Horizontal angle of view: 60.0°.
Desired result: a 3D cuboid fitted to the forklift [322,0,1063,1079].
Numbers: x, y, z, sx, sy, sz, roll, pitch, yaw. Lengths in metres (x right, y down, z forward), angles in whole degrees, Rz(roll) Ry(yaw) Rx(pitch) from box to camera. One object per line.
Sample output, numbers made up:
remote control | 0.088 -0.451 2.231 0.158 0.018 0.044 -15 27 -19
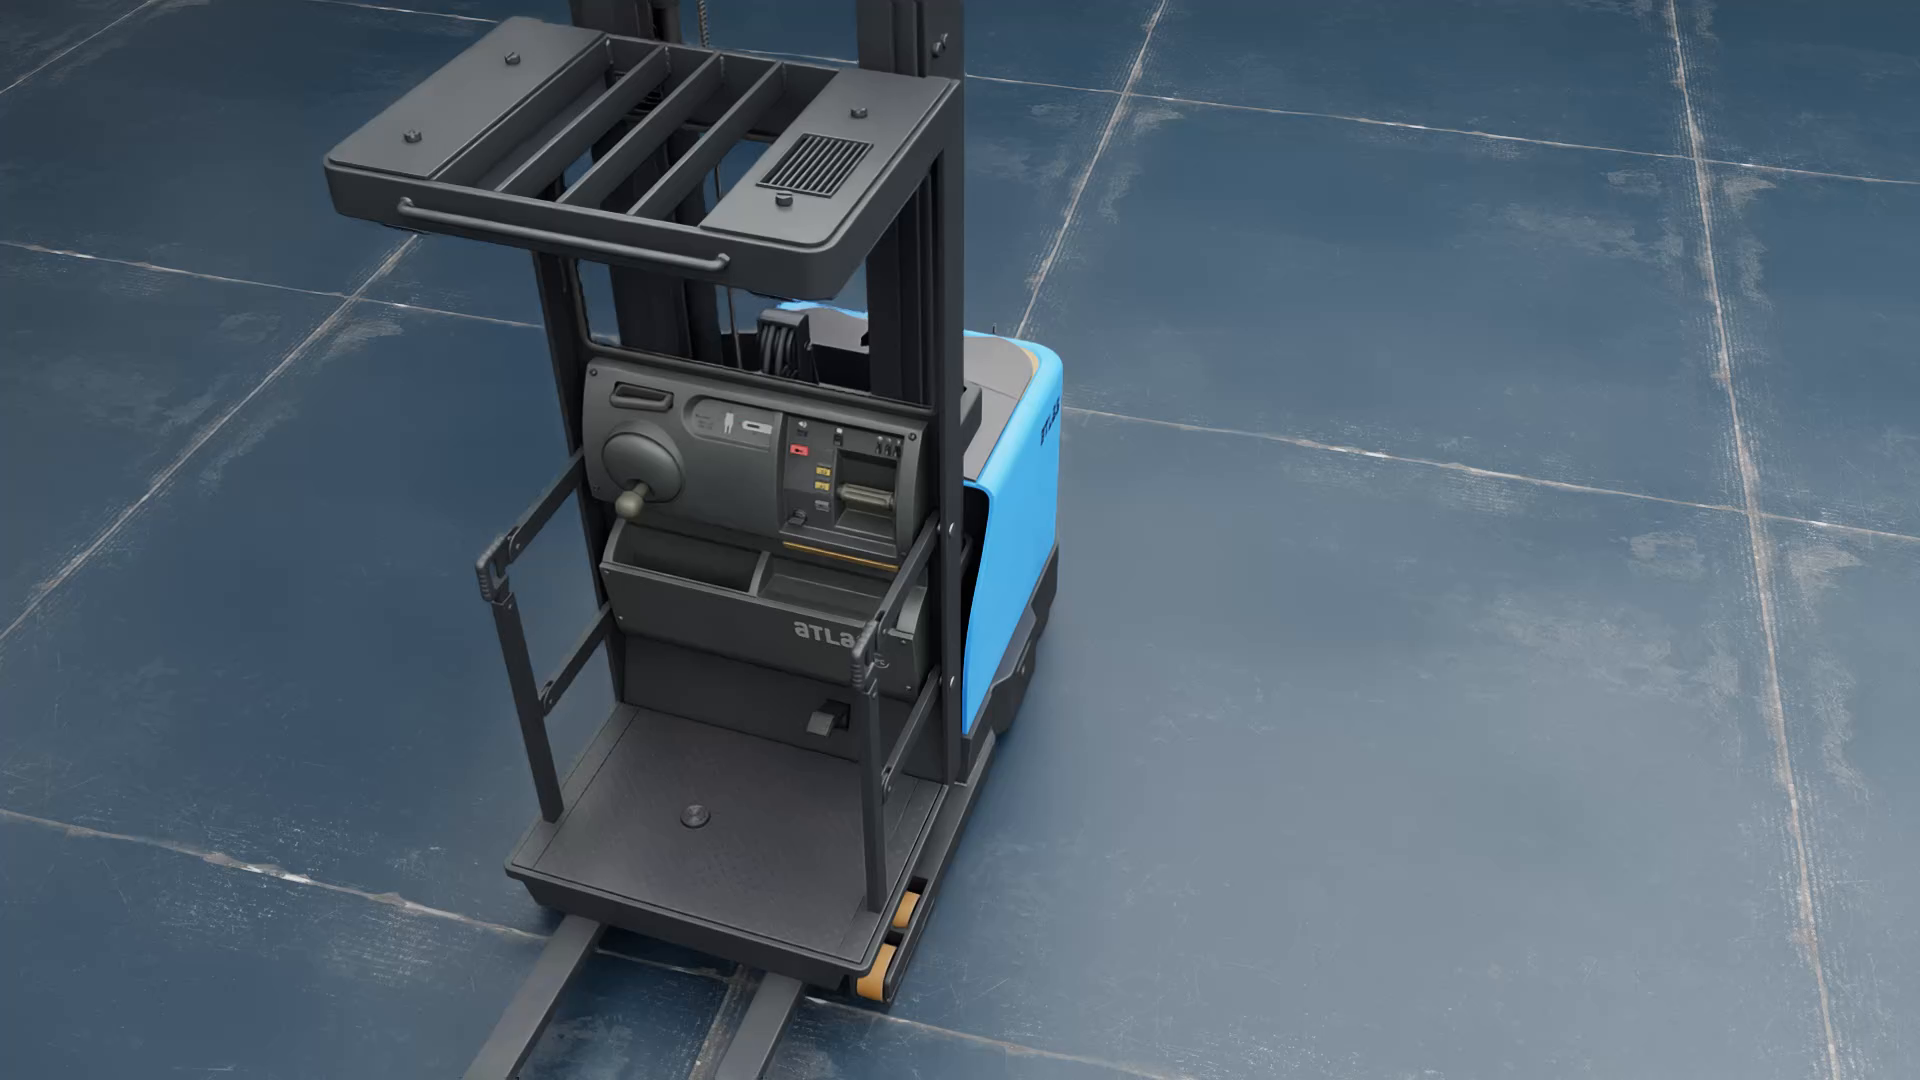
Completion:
forklift | -0.608 -0.120 4.114 1.130 2.935 3.031 12 42 14

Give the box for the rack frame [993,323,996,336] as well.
rack frame | 0.090 -0.329 5.942 0.006 0.900 0.240 10 41 11

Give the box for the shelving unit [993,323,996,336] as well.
shelving unit | -0.008 -0.346 5.962 0.210 0.900 0.258 10 41 11
